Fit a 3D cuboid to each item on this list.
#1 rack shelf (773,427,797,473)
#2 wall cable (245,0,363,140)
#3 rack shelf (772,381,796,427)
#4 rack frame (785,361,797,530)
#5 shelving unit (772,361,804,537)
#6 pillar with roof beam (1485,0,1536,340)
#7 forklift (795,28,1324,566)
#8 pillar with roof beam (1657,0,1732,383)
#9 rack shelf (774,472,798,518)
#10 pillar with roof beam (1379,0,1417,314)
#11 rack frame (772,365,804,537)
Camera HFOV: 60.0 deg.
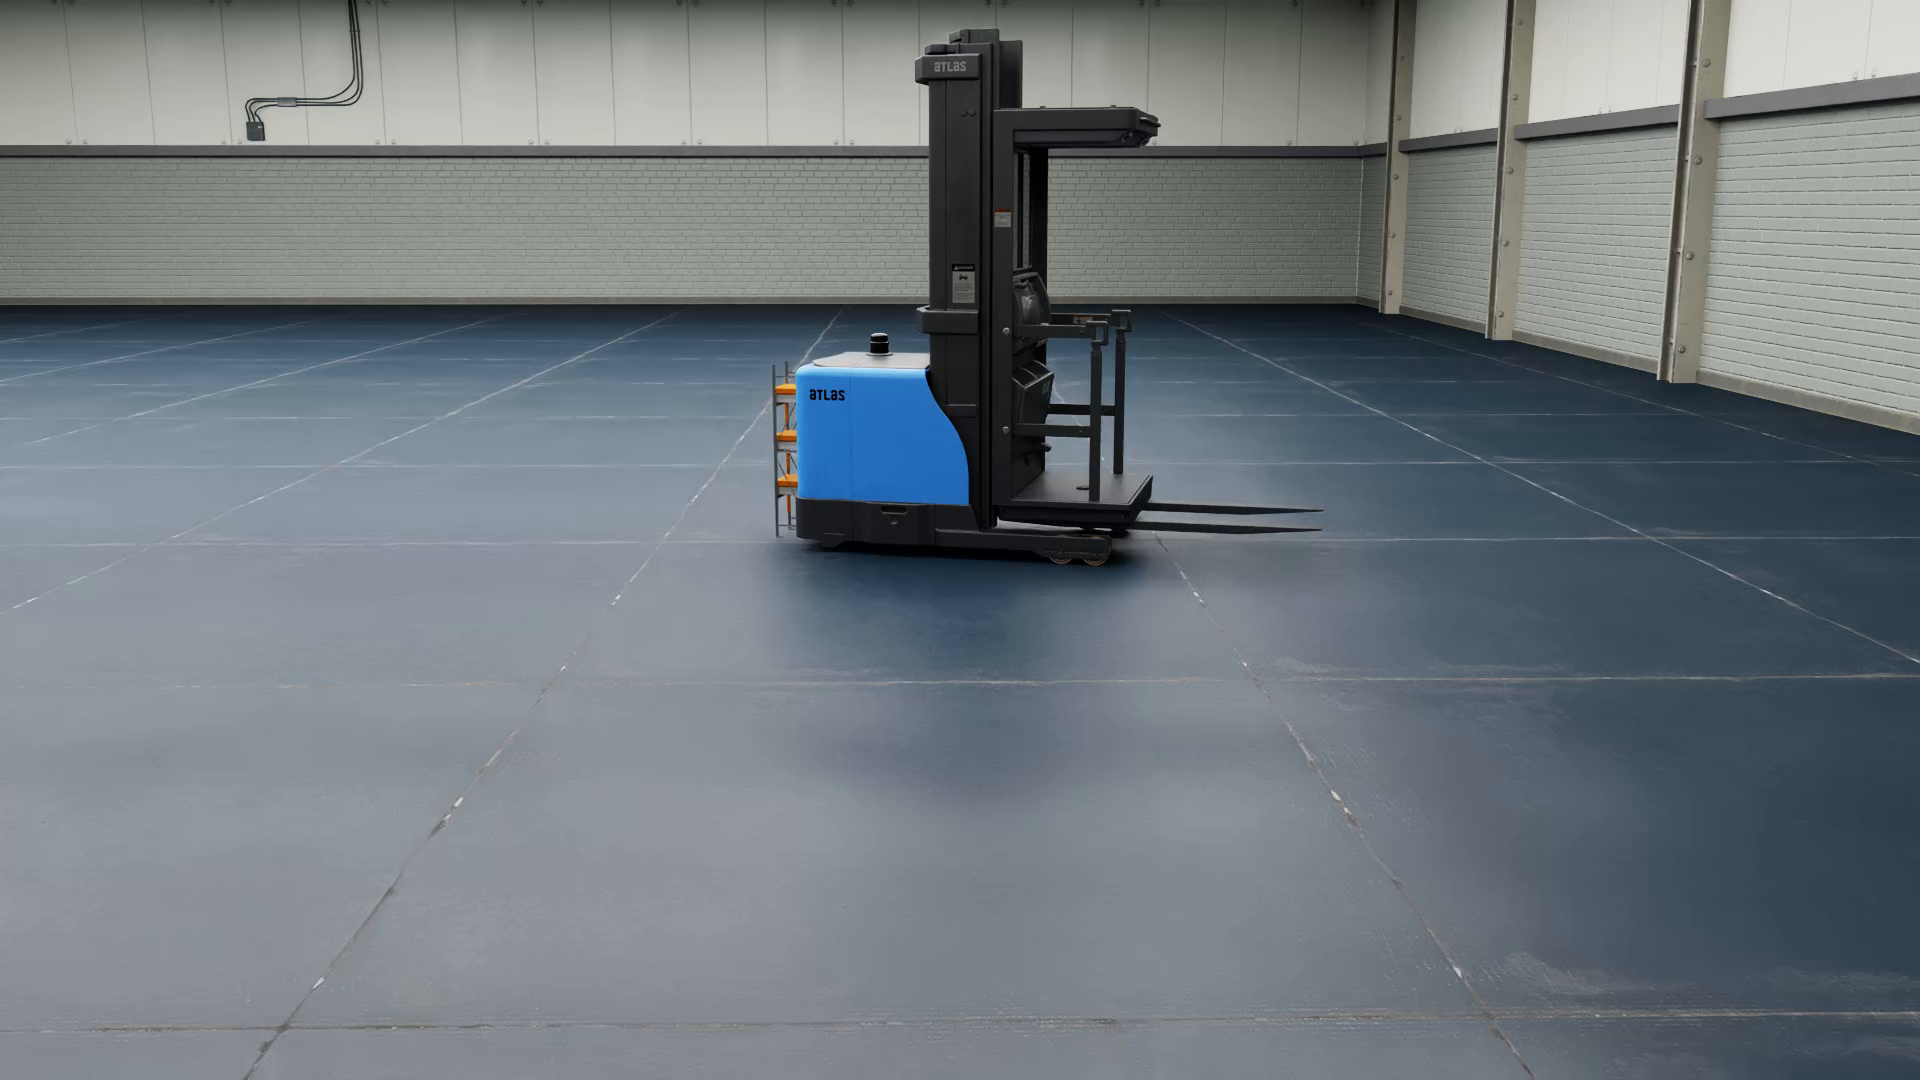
[{"bbox_3d":[-1.000,-0.542,10.145,0.215,0.259,0.240,2,12,12],"label":"rack shelf"},{"bbox_3d":[-12.788,-10.776,31.987,2.305,6.003,0.169,0,11,-1],"label":"wall cable"},{"bbox_3d":[-1.000,-0.820,10.088,0.215,0.259,0.240,2,12,12],"label":"rack shelf"},{"bbox_3d":[-0.974,-0.576,10.260,0.200,1.050,0.008,2,12,12],"label":"rack frame"},{"bbox_3d":[-1.000,-0.553,10.143,0.215,1.050,0.252,2,12,12],"label":"shelving unit"},{"bbox_3d":[3.773,-7.401,23.907,9.100,9.000,0.400,0,11,-1],"label":"pillar with roof beam"},{"bbox_3d":[0.606,-1.408,9.629,3.031,2.935,1.130,3,12,13],"label":"forklift"},{"bbox_3d":[3.897,-6.208,18.028,9.100,9.000,0.400,0,11,-1],"label":"pillar with roof beam"},{"bbox_3d":[-1.000,-0.270,10.200,0.215,0.259,0.240,2,12,12],"label":"rack shelf"},{"bbox_3d":[3.649,-8.594,29.786,9.100,9.000,0.400,0,11,-1],"label":"pillar with roof beam"},{"bbox_3d":[-1.025,-0.529,10.026,0.200,1.050,0.008,2,12,12],"label":"rack frame"}]
